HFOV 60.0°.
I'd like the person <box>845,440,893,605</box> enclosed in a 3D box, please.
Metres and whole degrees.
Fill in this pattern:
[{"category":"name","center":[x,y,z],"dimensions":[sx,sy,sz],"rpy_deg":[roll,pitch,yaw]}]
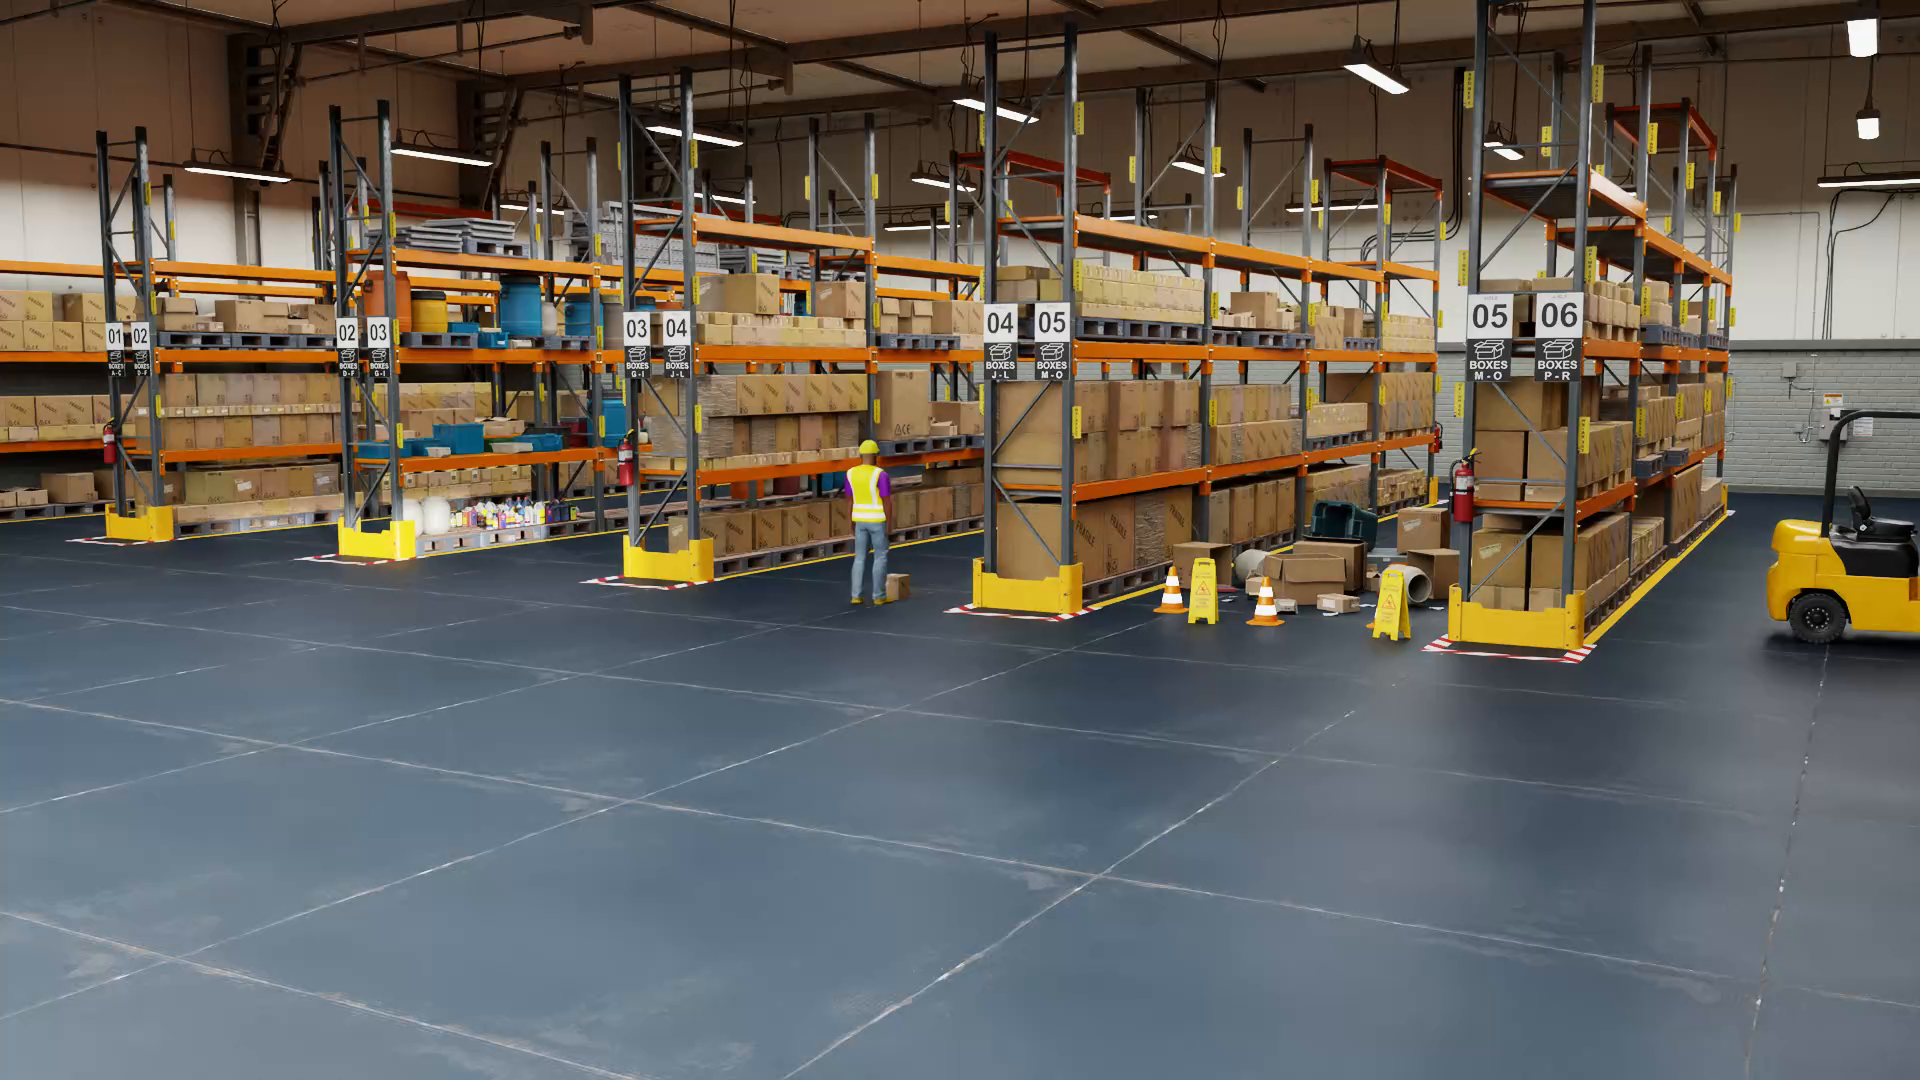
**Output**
[{"category":"person","center":[-0.959,-0.182,17.909],"dimensions":[0.563,1.784,0.381],"rpy_deg":[3,7,30]}]
